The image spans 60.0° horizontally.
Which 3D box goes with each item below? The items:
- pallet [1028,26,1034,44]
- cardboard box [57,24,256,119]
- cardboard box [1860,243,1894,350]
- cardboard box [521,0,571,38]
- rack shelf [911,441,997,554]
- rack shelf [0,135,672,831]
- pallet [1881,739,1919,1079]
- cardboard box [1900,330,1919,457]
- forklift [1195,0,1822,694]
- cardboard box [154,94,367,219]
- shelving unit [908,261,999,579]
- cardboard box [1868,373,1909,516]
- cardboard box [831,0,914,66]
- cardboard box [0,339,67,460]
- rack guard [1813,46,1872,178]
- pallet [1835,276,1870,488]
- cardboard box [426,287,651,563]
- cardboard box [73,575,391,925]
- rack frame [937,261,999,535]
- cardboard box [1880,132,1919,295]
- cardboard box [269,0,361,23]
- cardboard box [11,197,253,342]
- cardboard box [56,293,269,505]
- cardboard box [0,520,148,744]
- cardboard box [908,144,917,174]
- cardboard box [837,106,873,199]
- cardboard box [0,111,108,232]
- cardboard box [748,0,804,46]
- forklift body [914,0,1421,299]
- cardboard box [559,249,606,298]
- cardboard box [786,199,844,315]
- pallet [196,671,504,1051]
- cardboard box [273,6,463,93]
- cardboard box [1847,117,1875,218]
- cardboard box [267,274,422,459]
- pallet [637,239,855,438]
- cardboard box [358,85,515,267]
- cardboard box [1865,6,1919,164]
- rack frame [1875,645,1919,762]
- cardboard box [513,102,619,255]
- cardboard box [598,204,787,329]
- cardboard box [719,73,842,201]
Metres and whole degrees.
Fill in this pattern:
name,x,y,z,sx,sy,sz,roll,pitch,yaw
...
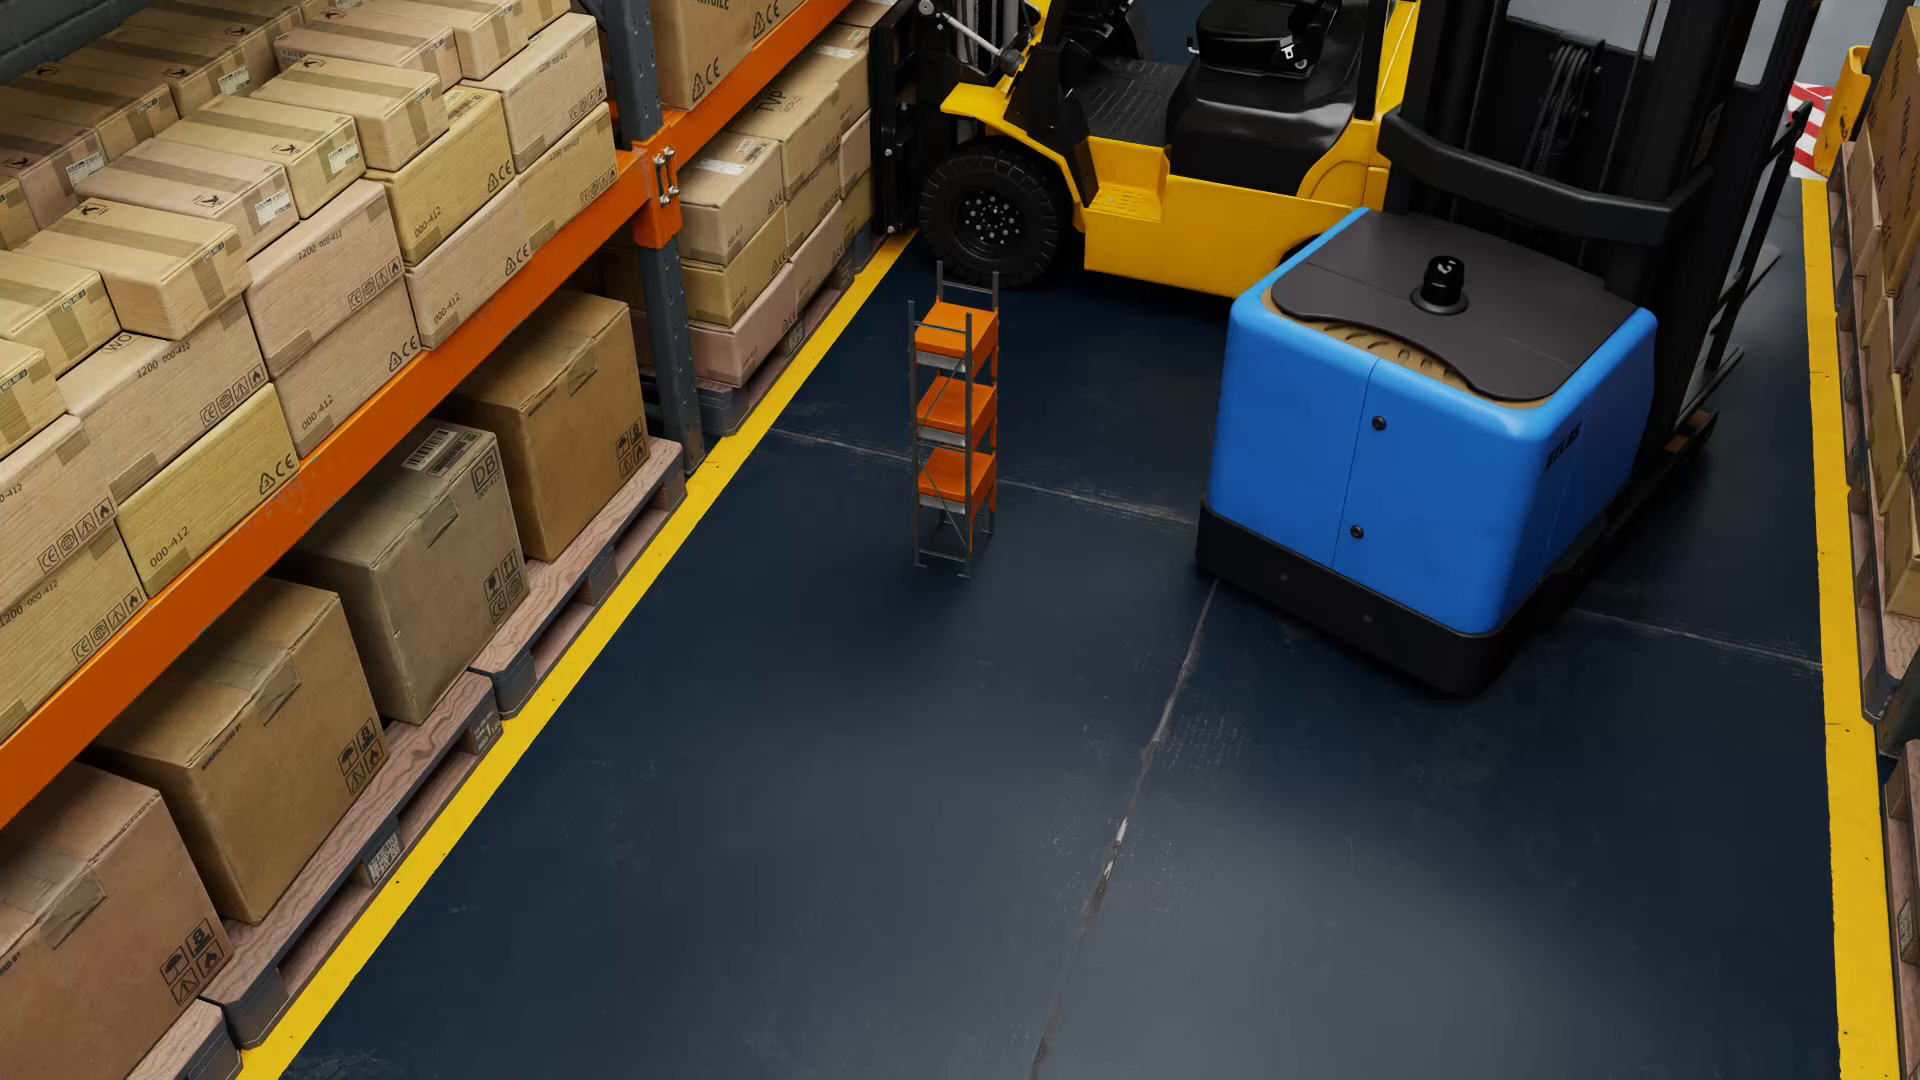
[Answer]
name,x,y,z,sx,sy,sz,roll,pitch,yaw
pallet,-0.277,-2.420,8.424,1.003,0.211,1.213,13,42,15
cardboard box,-2.039,-1.171,4.234,0.380,0.149,0.250,13,42,15
cardboard box,3.719,-0.895,6.283,0.500,0.250,0.500,16,43,18
cardboard box,-1.331,-1.544,4.672,0.380,0.149,0.250,15,43,17
rack shelf,-0.018,-0.147,5.558,0.215,0.259,0.240,13,42,15
rack shelf,-2.107,-0.024,4.021,1.077,0.370,4.000,13,42,15
pallet,2.978,1.118,4.277,1.003,0.211,1.213,13,42,15
cardboard box,3.366,-0.548,5.298,0.500,0.500,0.500,14,42,16
forklift,2.125,-1.530,5.285,1.130,2.935,3.031,29,48,29
cardboard box,-1.649,-0.910,3.928,0.380,0.149,0.250,12,42,14
shelving unit,-0.018,-0.367,5.371,0.215,1.050,0.252,13,42,15
cardboard box,3.365,-0.279,5.561,0.500,0.250,0.500,12,42,14
cardboard box,-0.432,-2.171,7.008,0.500,0.250,0.500,12,42,14
cardboard box,-1.973,-0.281,3.191,0.380,0.149,0.250,14,42,16
rack guard,4.585,-1.860,7.545,1.175,0.500,0.348,13,42,15
pallet,3.855,-0.521,6.198,1.003,0.211,1.213,13,42,15
cardboard box,-1.590,-0.453,5.476,0.875,0.625,0.625,15,43,17
cardboard box,-2.118,0.478,4.385,0.875,0.625,0.625,12,42,13
rack frame,0.023,-0.441,5.458,0.200,1.050,0.008,13,42,15
cardboard box,3.714,-1.187,6.048,0.500,0.500,0.500,14,42,16
cardboard box,-1.885,-1.483,4.601,0.380,0.149,0.250,12,42,14
cardboard box,-1.758,-0.580,3.541,0.380,0.149,0.250,12,42,14
cardboard box,-1.890,-0.365,3.597,0.500,0.250,0.500,14,42,16
cardboard box,-2.063,0.142,3.388,0.500,0.250,0.500,12,42,14
cardboard box,-0.434,-1.788,7.329,0.500,0.250,0.500,15,43,16
cardboard box,-0.614,-1.659,6.793,0.500,0.250,0.500,13,42,15
cardboard box,-2.230,-0.869,3.881,0.380,0.149,0.250,13,42,15
cardboard box,-0.863,-2.089,5.811,0.500,0.500,0.500,14,42,16
forklift body,1.011,-2.072,6.522,2.313,2.155,1.214,13,42,15
cardboard box,-1.449,-1.163,6.212,0.500,0.250,0.500,12,42,14
cardboard box,-0.787,-1.166,6.600,0.500,0.250,0.500,12,42,14
pallet,-2.053,0.748,4.710,1.003,0.211,1.213,13,42,15
cardboard box,-1.535,-1.245,4.322,0.380,0.149,0.250,13,42,15
cardboard box,4.075,-1.541,7.040,0.500,0.250,0.500,13,42,15
cardboard box,-1.714,-0.491,4.130,0.500,0.250,0.500,14,42,15
pallet,-1.111,-0.932,6.680,1.003,0.211,1.213,13,42,15
cardboard box,-1.519,-0.979,4.316,0.500,0.250,0.500,12,42,14
cardboard box,4.068,-1.811,6.779,0.500,0.500,0.500,12,42,14
rack frame,3.243,-0.418,3.929,1.000,3.000,0.127,13,42,15
cardboard box,-1.349,-1.095,4.838,0.500,0.250,0.500,14,42,16
cardboard box,-0.967,-1.048,6.077,0.500,0.250,0.500,13,42,15
cardboard box,-0.778,-1.546,6.276,0.500,0.250,0.500,13,42,15
